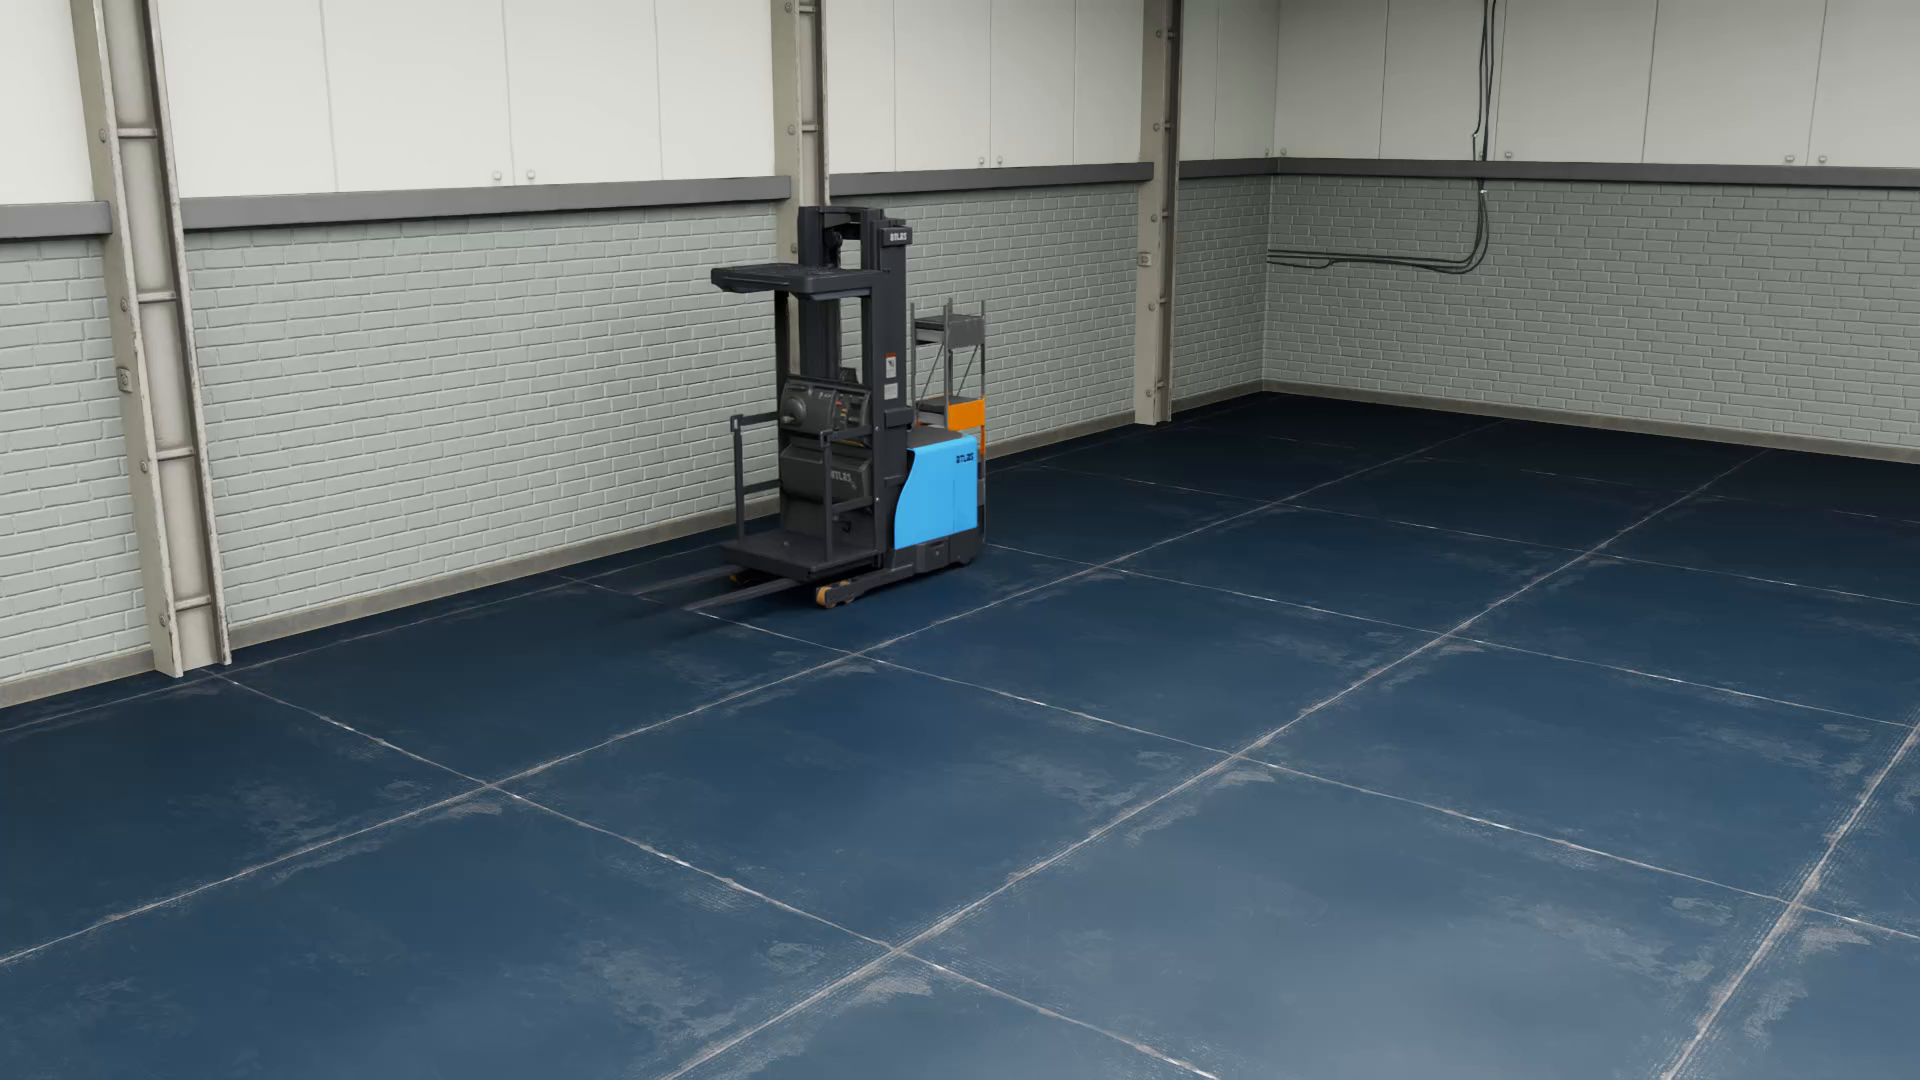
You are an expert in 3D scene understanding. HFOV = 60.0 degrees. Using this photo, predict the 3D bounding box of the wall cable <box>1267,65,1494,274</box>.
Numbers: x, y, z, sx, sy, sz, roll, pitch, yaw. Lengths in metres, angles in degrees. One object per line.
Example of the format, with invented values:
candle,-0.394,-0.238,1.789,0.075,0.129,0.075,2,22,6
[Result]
wall cable,5.224,-4.662,21.005,3.097,2.526,0.112,11,18,38

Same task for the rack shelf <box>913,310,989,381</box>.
rack shelf,-0.076,-1.656,14.089,0.431,0.518,0.480,12,19,40

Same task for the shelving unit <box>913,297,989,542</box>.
shelving unit,-0.076,-0.991,14.259,0.431,2.100,0.503,12,19,40

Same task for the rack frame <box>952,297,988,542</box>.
rack frame,0.085,-1.036,14.436,0.400,2.100,0.015,12,19,40

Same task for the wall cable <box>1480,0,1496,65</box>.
wall cable,7.329,-6.691,18.735,3.097,2.526,0.112,11,18,38

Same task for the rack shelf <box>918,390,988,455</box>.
rack shelf,-0.076,-0.978,14.262,0.431,0.518,0.480,12,19,40

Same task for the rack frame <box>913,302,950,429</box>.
rack frame,-0.237,-0.946,14.081,0.400,2.100,0.015,12,19,40

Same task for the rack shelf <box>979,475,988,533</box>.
rack shelf,-0.077,-0.299,14.434,0.431,0.518,0.480,12,19,40

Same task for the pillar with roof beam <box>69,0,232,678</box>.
pillar with roof beam,-1.849,-2.843,7.539,9.100,9.000,0.400,11,18,38

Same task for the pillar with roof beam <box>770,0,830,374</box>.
pillar with roof beam,1.922,-3.992,12.062,9.100,9.000,0.400,11,18,38

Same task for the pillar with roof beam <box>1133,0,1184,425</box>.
pillar with roof beam,5.693,-5.141,16.585,9.100,9.000,0.400,11,18,38

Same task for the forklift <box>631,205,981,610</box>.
forklift,-1.173,-1.048,12.794,1.130,2.935,3.031,12,19,40
